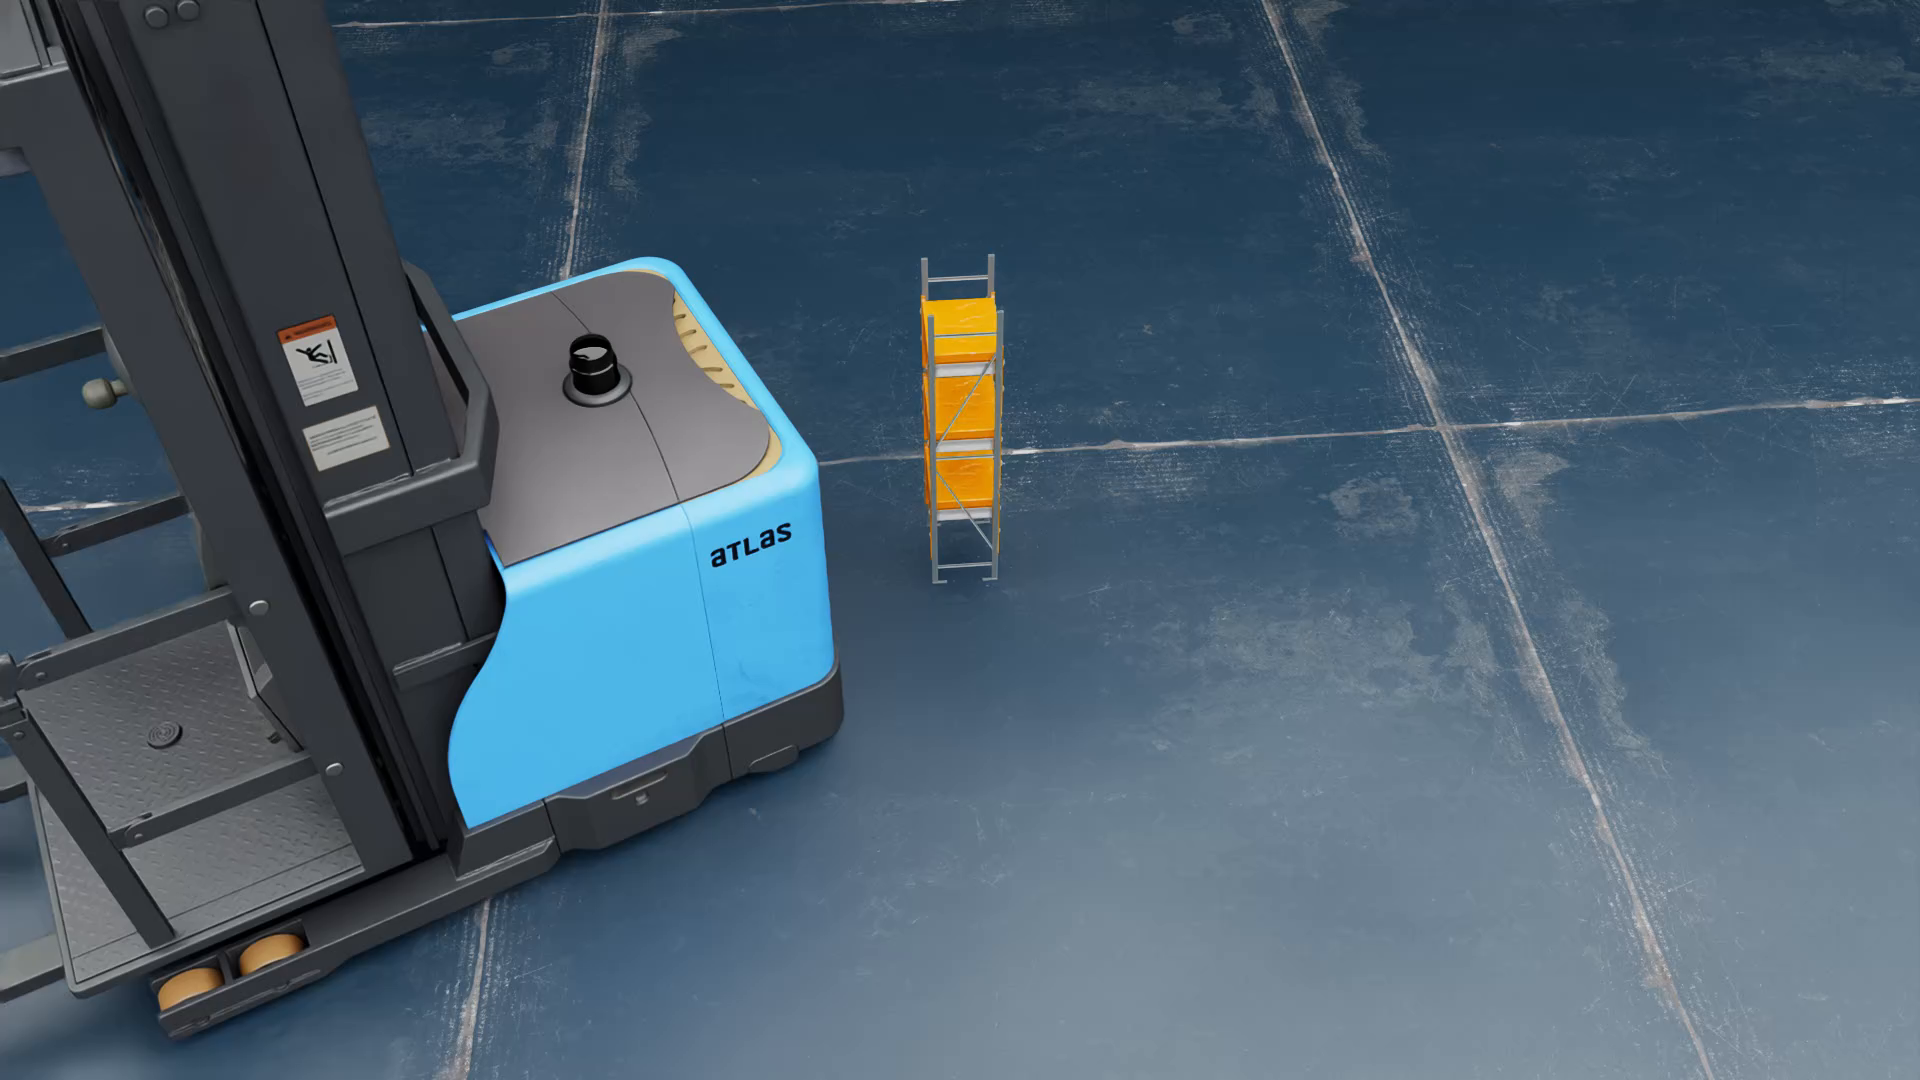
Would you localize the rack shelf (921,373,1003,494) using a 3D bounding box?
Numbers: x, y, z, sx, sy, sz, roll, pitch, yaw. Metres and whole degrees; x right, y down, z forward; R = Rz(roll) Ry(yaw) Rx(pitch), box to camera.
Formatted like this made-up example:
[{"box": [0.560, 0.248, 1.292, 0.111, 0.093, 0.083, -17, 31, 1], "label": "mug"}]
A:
[{"box": [0.004, -0.315, 4.840, 0.215, 0.259, 0.240, -3, 47, -3], "label": "rack shelf"}]

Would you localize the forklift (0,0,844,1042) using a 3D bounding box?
[{"box": [-1.868, -0.239, 3.458, 3.031, 2.935, 1.130, -22, 50, -19], "label": "forklift"}]

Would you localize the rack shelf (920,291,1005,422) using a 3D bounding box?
[{"box": [0.004, -0.510, 4.634, 0.215, 0.259, 0.240, -3, 47, -3], "label": "rack shelf"}]

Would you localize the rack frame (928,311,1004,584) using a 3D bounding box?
[{"box": [0.015, -0.234, 4.749, 0.200, 1.050, 0.008, -3, 47, -3], "label": "rack frame"}]

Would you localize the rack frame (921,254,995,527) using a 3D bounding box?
[{"box": [-0.006, -0.411, 4.916, 0.200, 1.050, 0.008, -3, 47, -3], "label": "rack frame"}]

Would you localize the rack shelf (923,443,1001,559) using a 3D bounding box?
[{"box": [0.004, -0.124, 5.042, 0.215, 0.259, 0.240, -3, 47, -3], "label": "rack shelf"}]

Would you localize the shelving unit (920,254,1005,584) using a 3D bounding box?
[{"box": [0.004, -0.322, 4.832, 0.215, 1.050, 0.252, -3, 47, -3], "label": "shelving unit"}]
